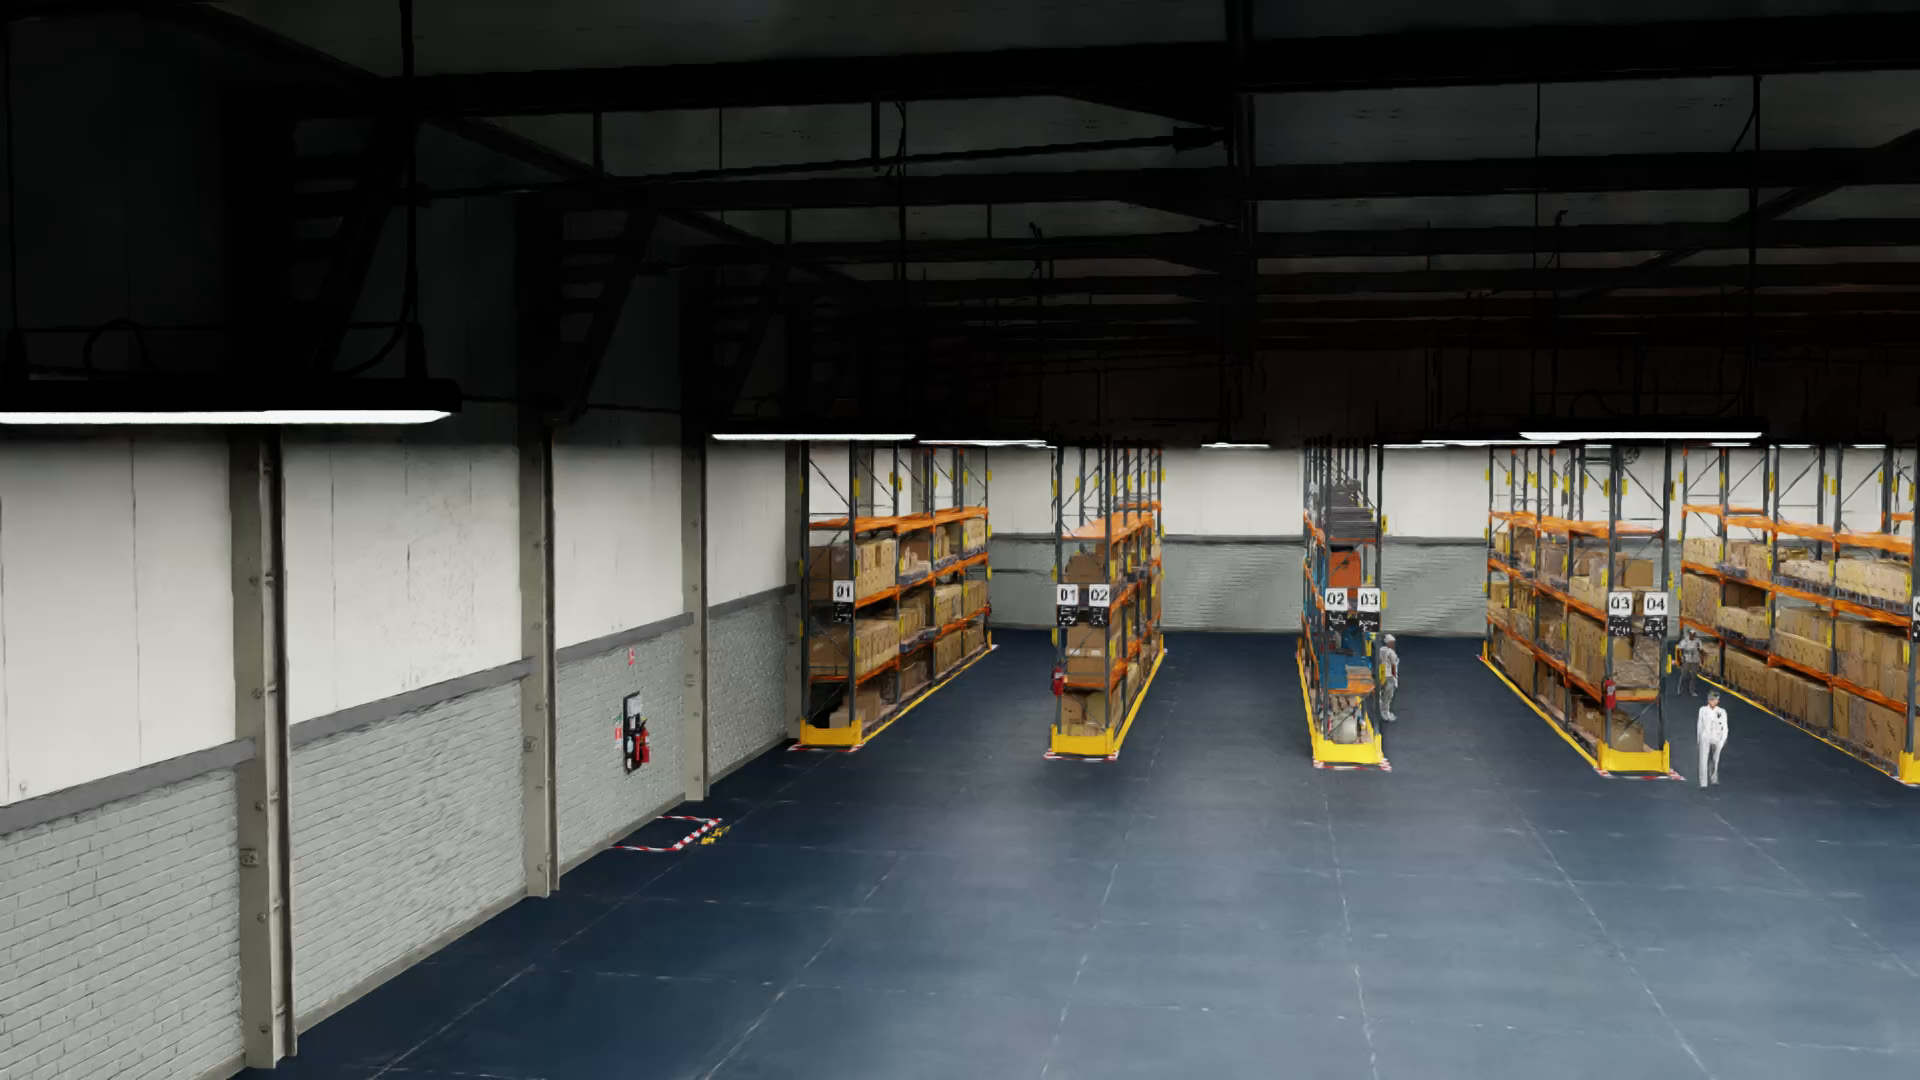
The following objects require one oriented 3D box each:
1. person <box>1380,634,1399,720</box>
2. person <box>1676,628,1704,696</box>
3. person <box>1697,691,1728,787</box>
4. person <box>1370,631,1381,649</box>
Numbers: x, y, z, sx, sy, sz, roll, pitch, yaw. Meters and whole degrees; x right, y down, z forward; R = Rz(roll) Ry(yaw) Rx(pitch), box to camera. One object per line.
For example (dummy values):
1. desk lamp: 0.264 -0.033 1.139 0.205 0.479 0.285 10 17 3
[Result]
1. person: 9.121 2.897 35.336 0.412 1.788 0.656 -1 3 -12
2. person: 16.974 2.825 38.671 0.592 1.629 0.532 0 3 8
3. person: 12.790 3.363 28.272 0.481 1.621 0.997 1 3 19
4. person: 10.629 2.532 43.134 0.708 1.699 0.797 -1 3 -10
